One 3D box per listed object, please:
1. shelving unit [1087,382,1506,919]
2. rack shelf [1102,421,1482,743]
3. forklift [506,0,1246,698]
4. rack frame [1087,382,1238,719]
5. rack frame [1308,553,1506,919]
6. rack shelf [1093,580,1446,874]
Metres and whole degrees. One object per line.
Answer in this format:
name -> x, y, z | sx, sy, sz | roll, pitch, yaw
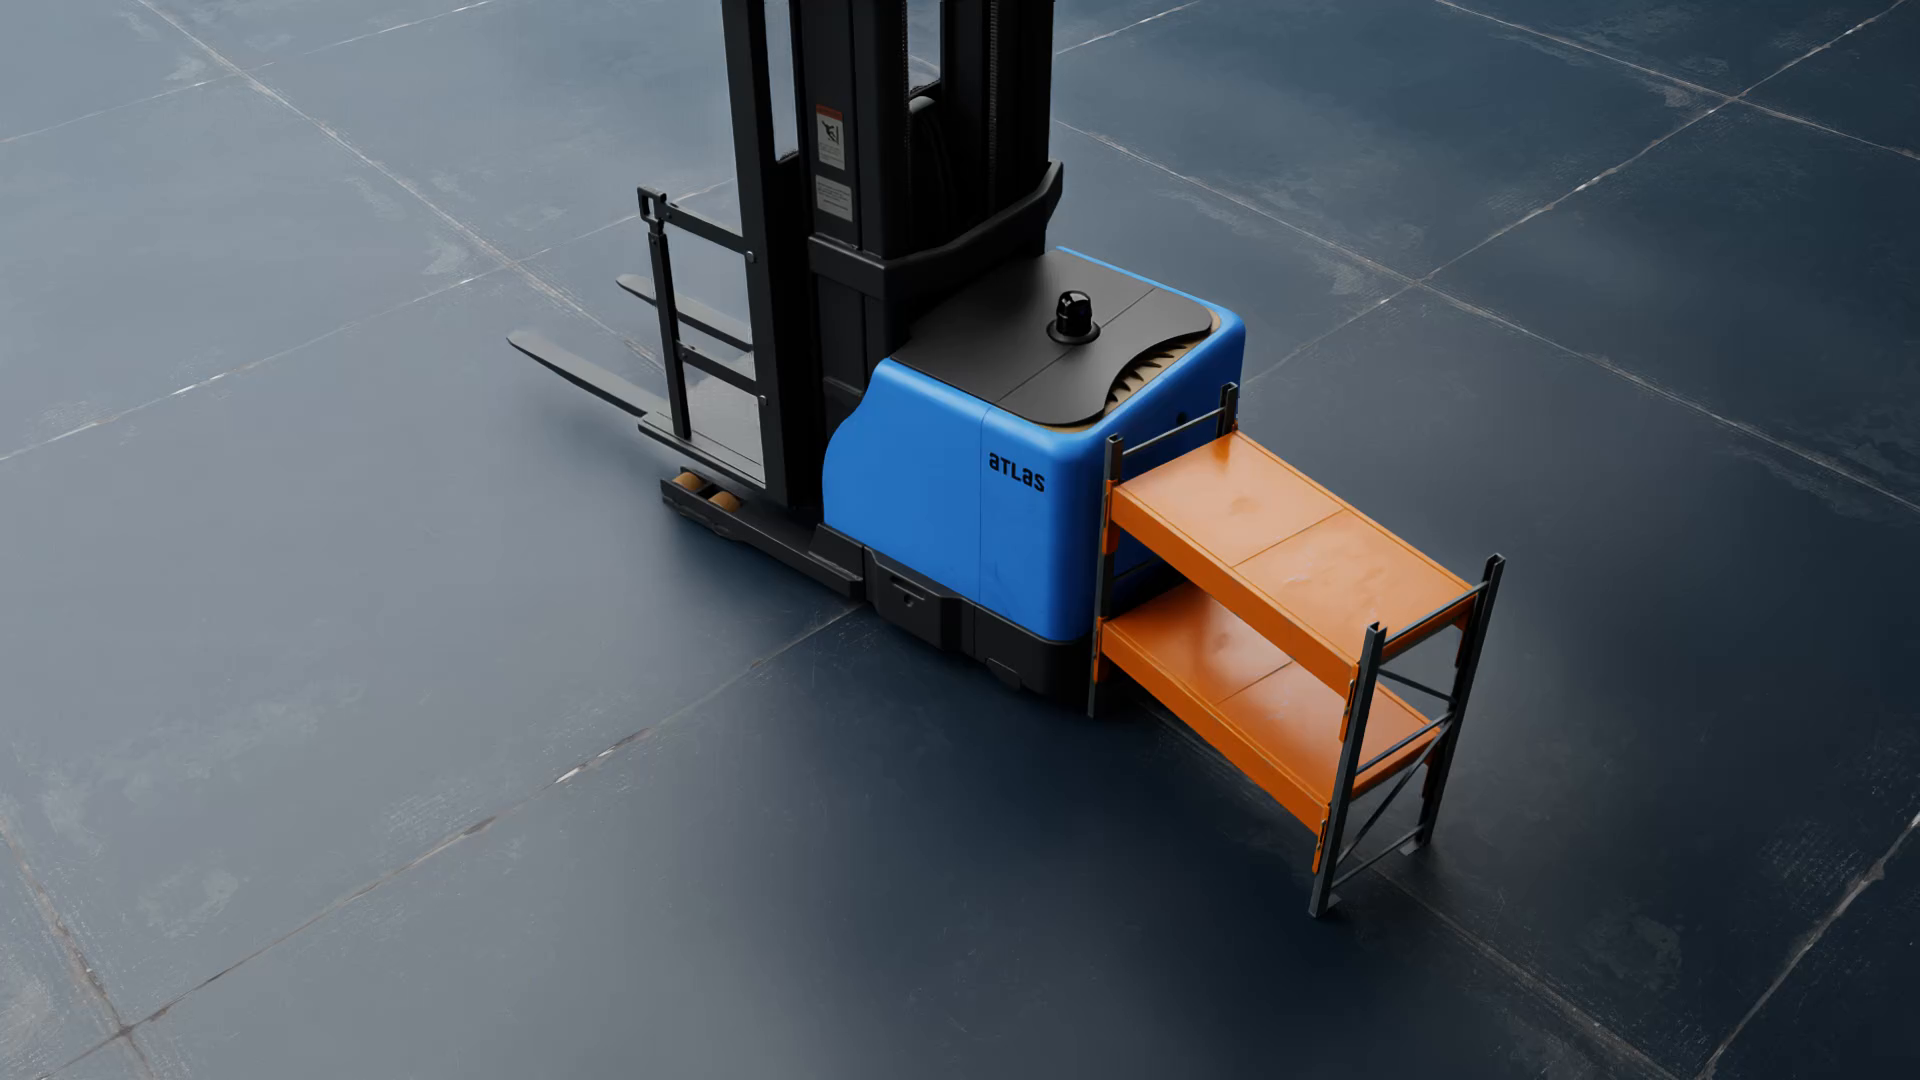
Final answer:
shelving unit -> 0.934, 0.314, 4.966 | 0.538, 1.125, 1.048 | -25, 45, -27
rack shelf -> 0.934, 0.087, 4.782 | 0.538, 0.278, 1.000 | -25, 45, -27
forklift -> -0.509, -1.386, 5.633 | 3.031, 2.935, 1.130 | 27, 46, 29
rack frame -> 0.633, 0.057, 5.284 | 0.500, 1.125, 0.032 | -25, 45, -27
rack frame -> 1.235, 0.572, 4.647 | 0.500, 1.125, 0.032 | -25, 45, -27
rack shelf -> 0.934, 0.504, 5.119 | 0.538, 0.278, 1.000 | -25, 45, -27
